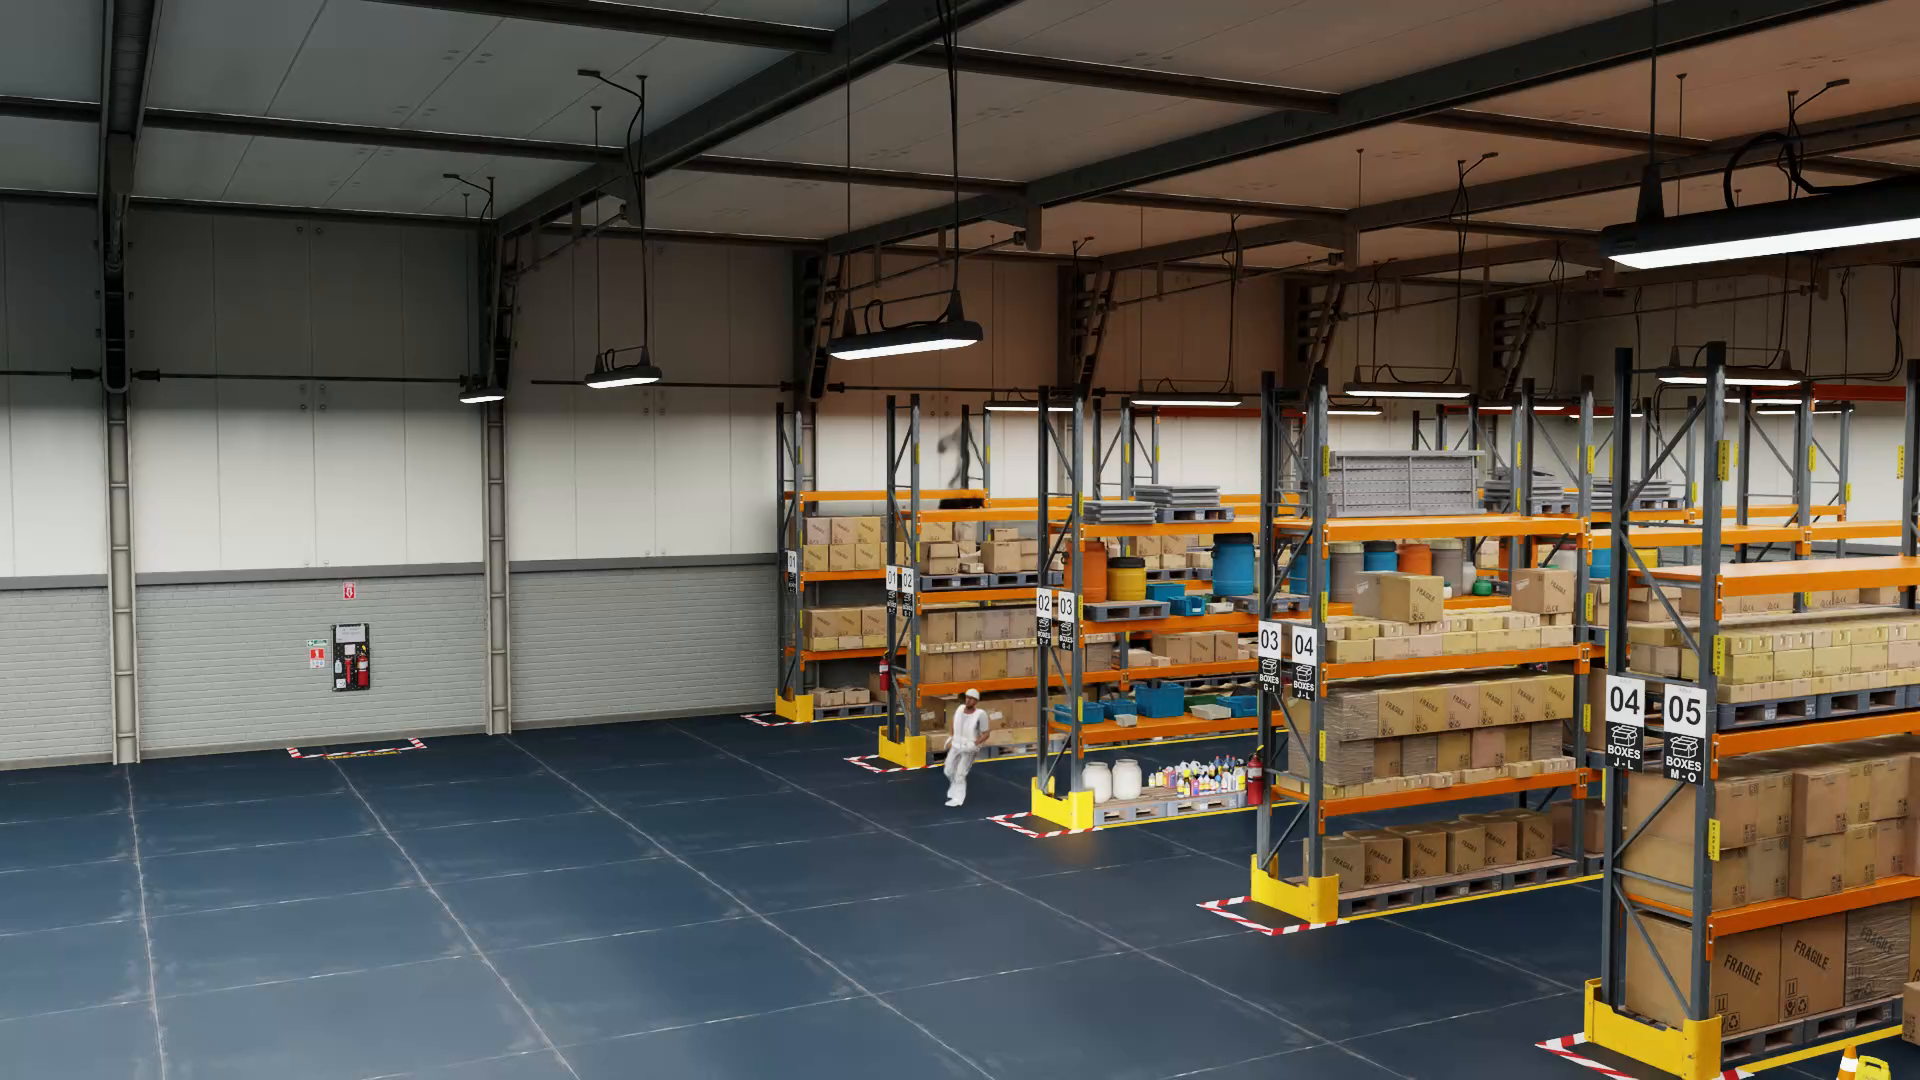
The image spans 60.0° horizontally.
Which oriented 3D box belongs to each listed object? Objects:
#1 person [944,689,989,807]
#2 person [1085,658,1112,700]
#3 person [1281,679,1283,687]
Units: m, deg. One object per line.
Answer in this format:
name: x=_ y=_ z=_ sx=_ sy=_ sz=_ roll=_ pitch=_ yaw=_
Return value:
person: x=0.057 y=2.969 z=23.675 sx=0.732 sy=1.709 sz=0.566 roll=2 pitch=4 yaw=29
person: x=2.622 y=2.556 z=31.352 sx=0.605 sy=1.699 sz=0.682 roll=-2 pitch=4 yaw=-33
person: x=6.452 y=2.434 z=34.189 sx=0.779 sy=1.728 sz=0.574 roll=-2 pitch=4 yaw=-34
